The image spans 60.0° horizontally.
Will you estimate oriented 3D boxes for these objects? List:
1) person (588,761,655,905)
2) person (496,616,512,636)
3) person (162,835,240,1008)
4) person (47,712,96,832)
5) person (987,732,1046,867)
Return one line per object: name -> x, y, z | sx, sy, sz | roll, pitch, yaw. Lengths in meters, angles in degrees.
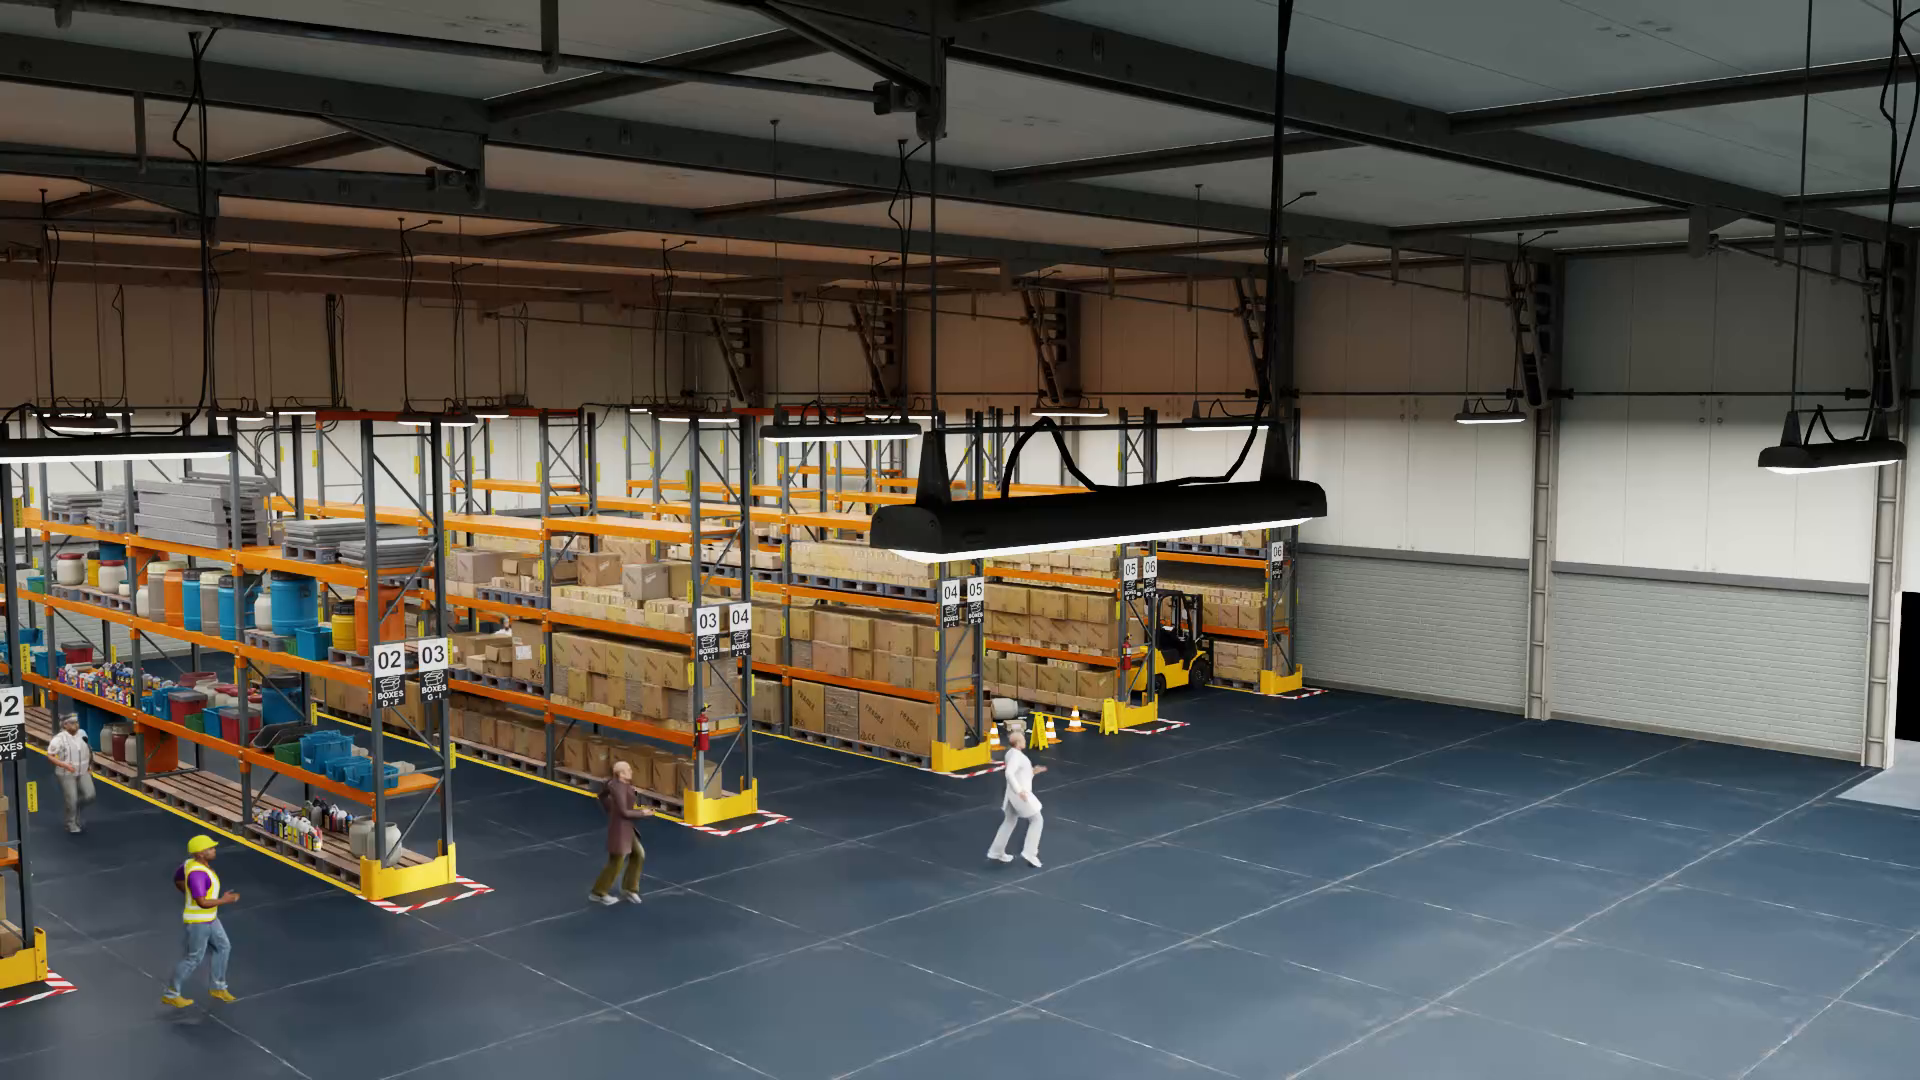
person -> -4.183, 3.648, 20.532 | 0.824, 1.863, 0.735 | -1, 5, -12
person -> -9.518, 2.418, 34.984 | 0.758, 1.662, 0.633 | 5, 7, 45
person -> -7.812, 3.942, 17.110 | 0.774, 1.838, 0.717 | -2, 5, -20
person -> -12.734, 3.338, 23.918 | 0.570, 1.742, 0.675 | 3, 6, 32
person -> 0.774, 3.481, 22.225 | 0.835, 1.849, 0.669 | -2, 5, -22
